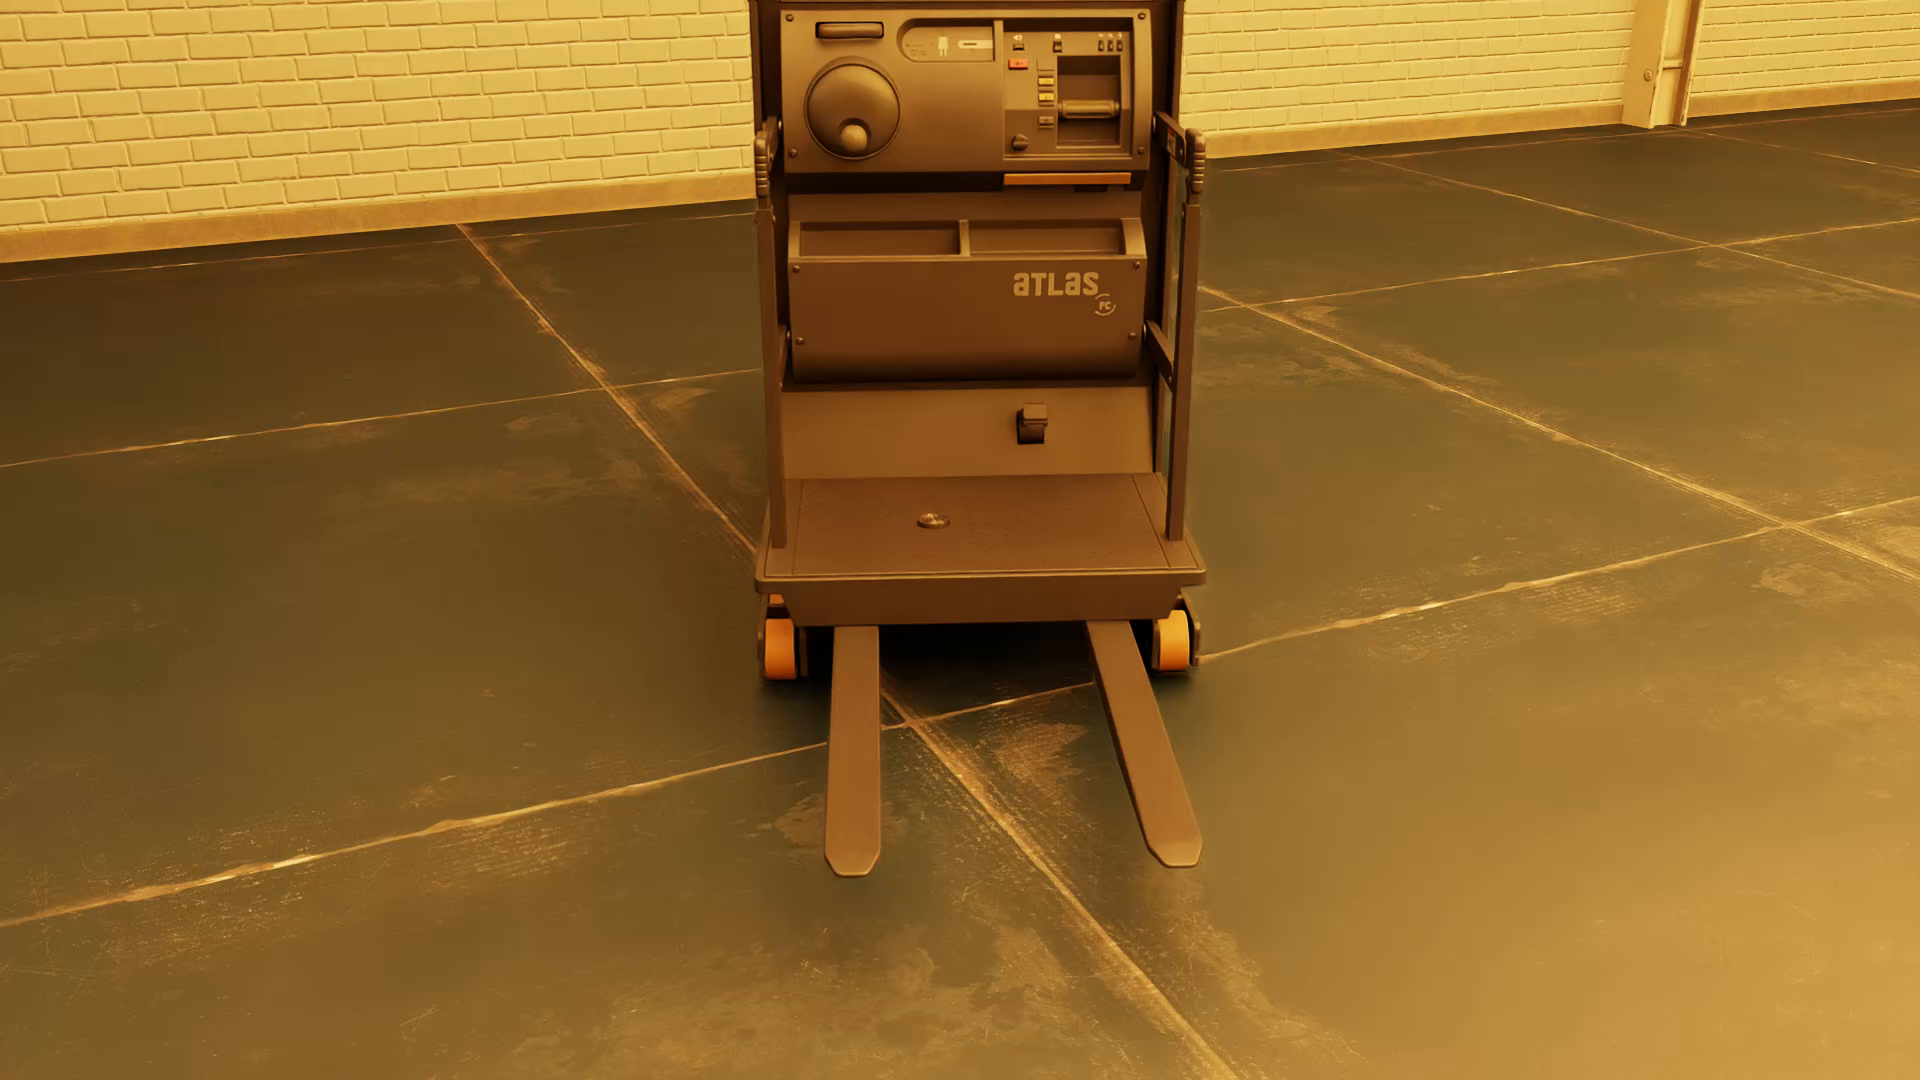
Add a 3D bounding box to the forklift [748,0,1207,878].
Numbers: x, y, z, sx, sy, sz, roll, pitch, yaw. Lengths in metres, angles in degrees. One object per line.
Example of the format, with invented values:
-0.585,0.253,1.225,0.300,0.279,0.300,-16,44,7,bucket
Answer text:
0.030,-1.120,3.982,1.130,2.935,3.031,-1,23,-3,forklift
